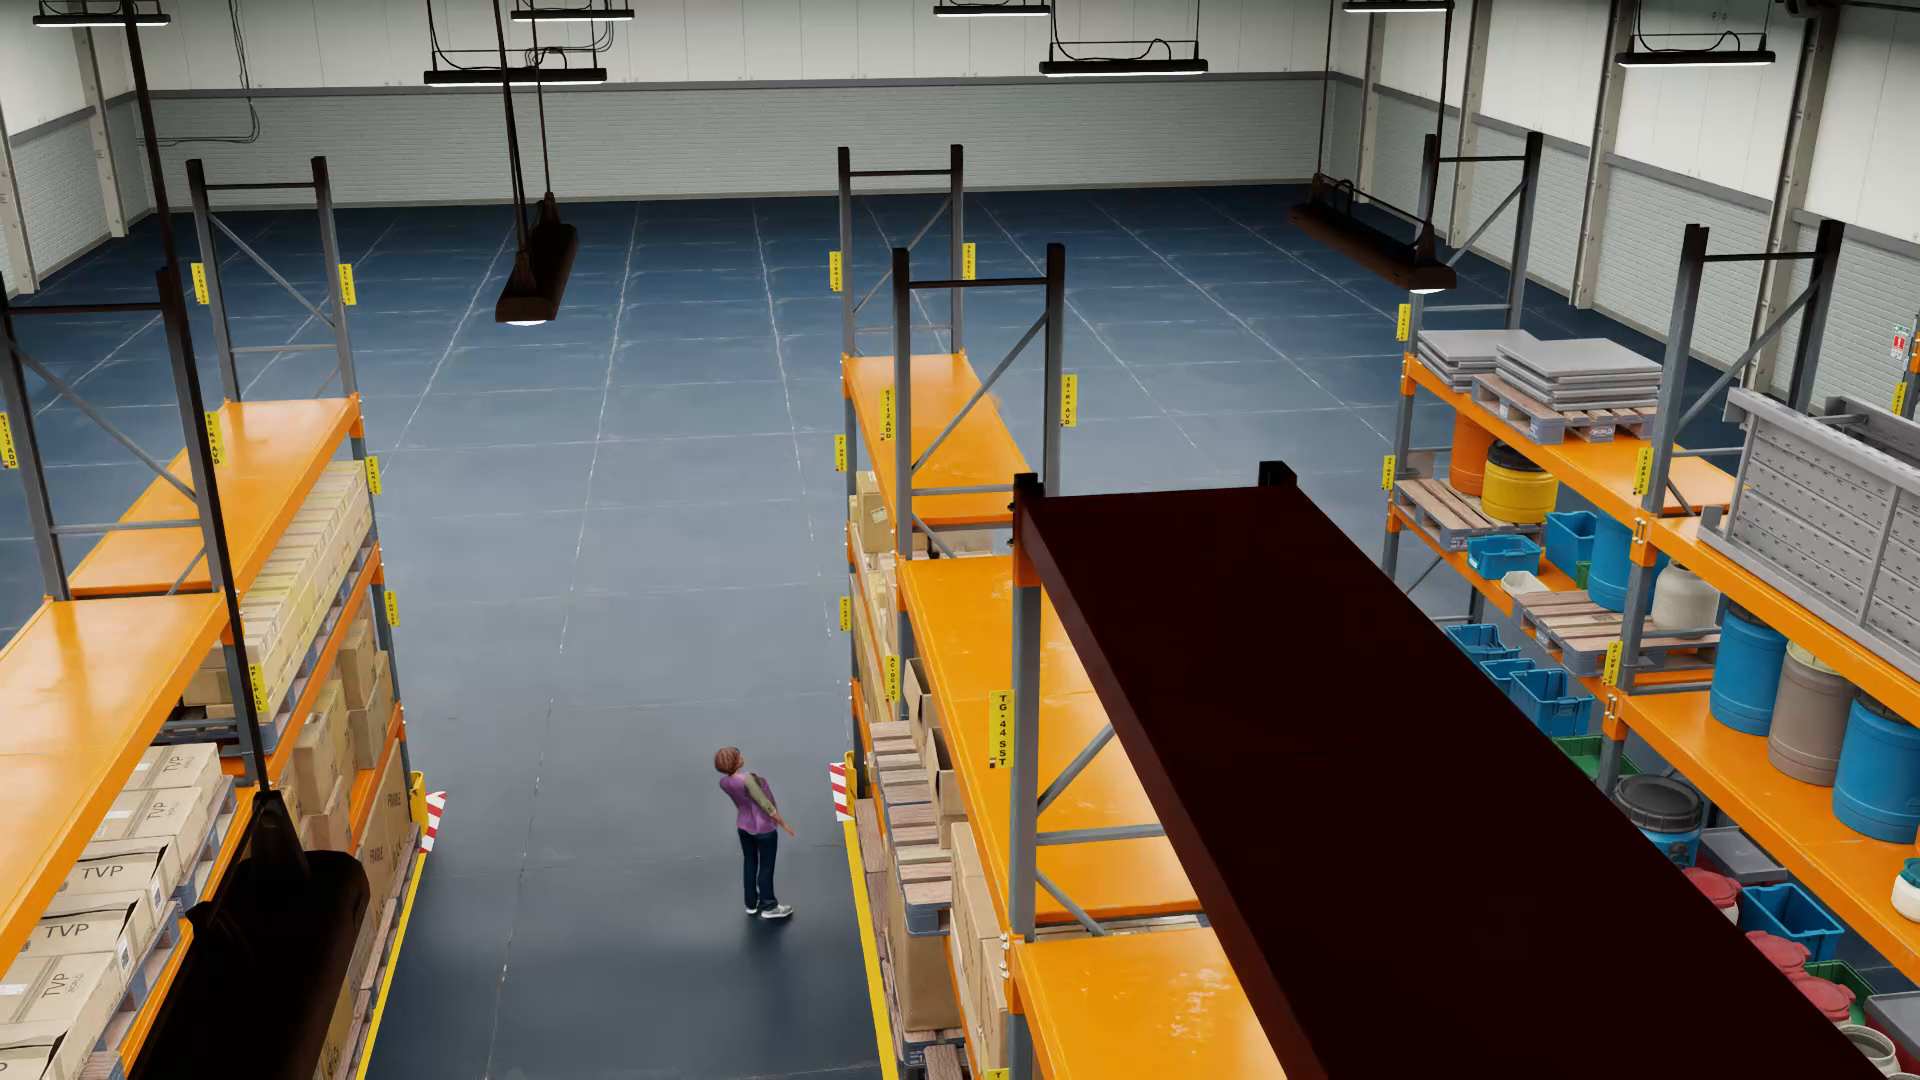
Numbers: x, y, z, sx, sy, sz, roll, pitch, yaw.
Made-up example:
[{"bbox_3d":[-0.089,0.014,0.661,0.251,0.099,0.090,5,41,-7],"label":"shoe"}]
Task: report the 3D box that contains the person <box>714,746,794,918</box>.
[{"bbox_3d":[-1.633,2.369,13.554,0.573,1.557,0.466,12,24,27],"label":"person"}]
